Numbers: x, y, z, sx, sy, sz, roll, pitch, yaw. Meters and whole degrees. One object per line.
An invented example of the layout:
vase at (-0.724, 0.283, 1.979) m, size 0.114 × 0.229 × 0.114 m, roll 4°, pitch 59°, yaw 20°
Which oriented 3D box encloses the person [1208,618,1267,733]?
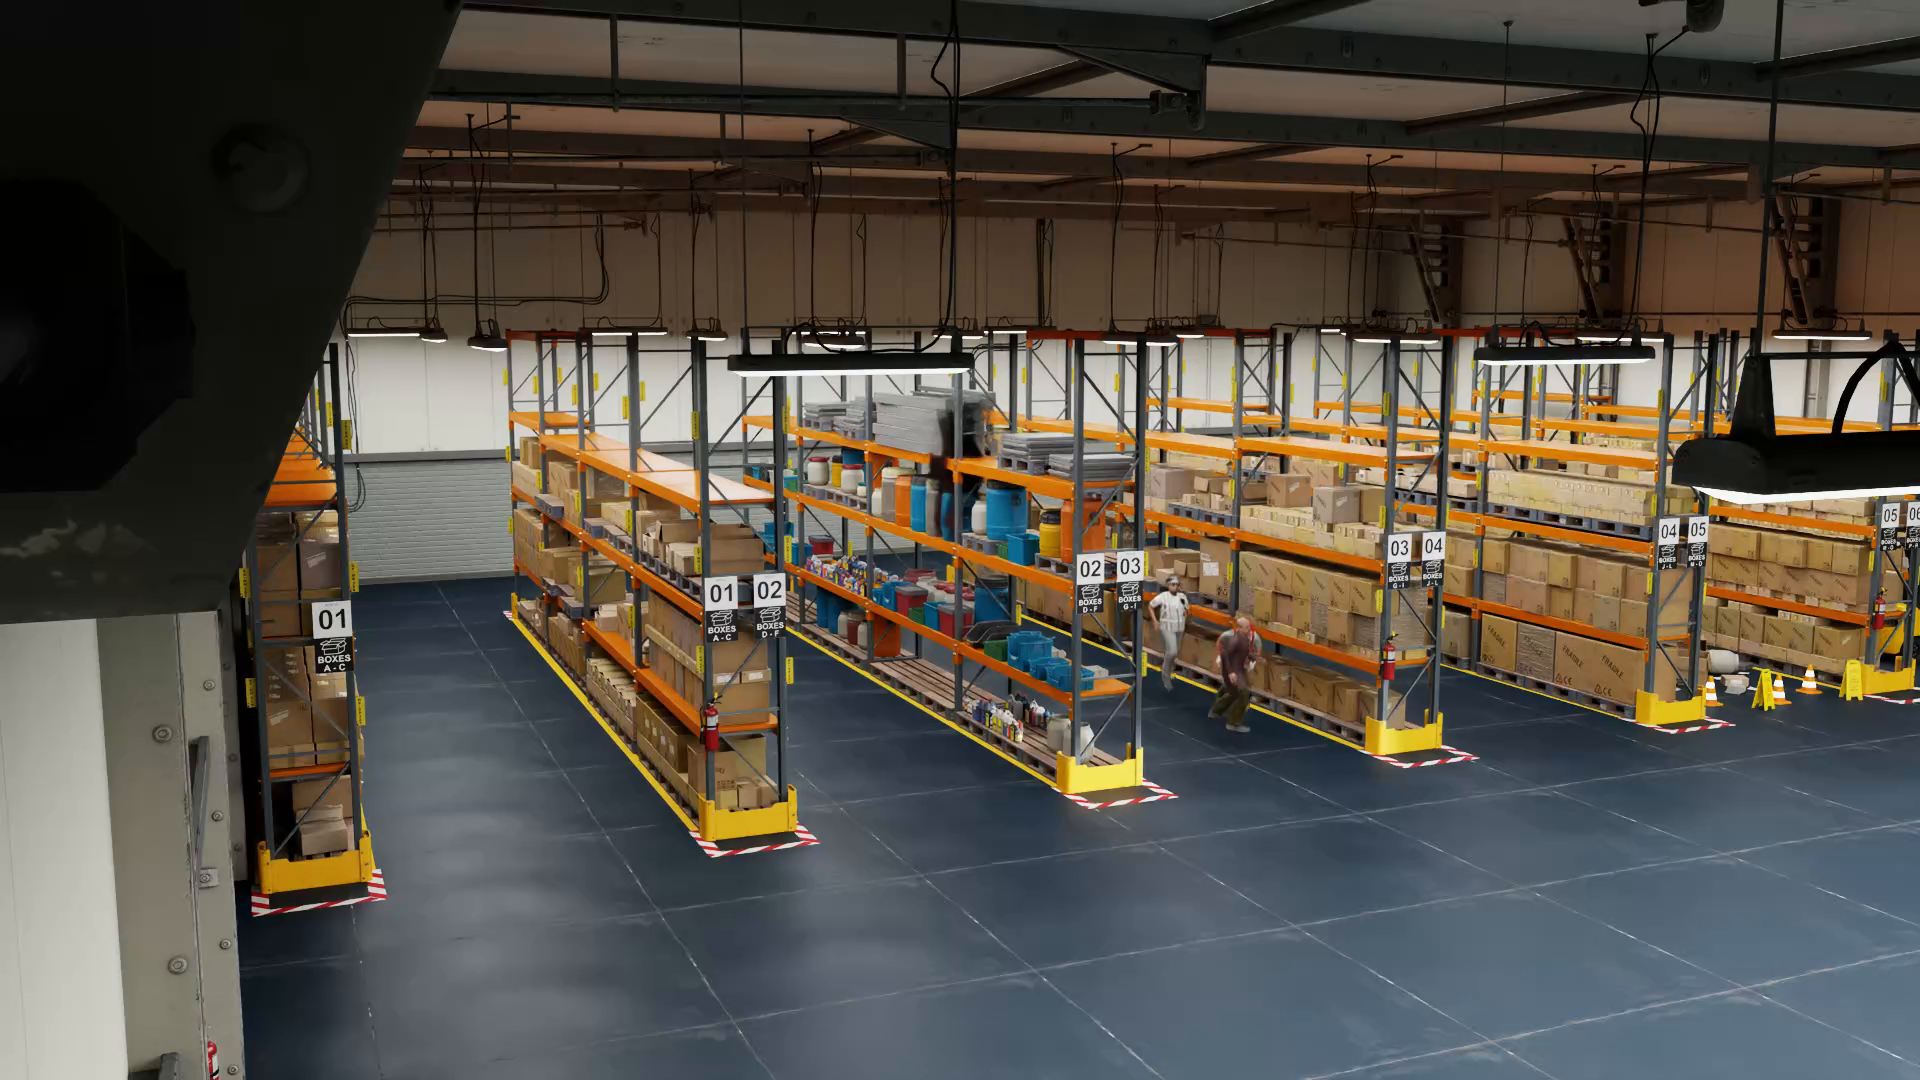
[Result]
person at (4.097, 1.984, 24.583) m, size 0.863 × 1.736 × 0.724 m, roll 2°, pitch 8°, yaw 12°

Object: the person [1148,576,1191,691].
person at (3.490, 1.515, 27.162) m, size 0.615 × 1.884 × 0.707 m, roll -4°, pitch 9°, yaw -29°

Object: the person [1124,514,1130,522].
person at (3.829, 0.220, 38.590) m, size 0.776 × 1.751 × 0.920 m, roll -5°, pitch 9°, yaw -32°

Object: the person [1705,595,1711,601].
person at (15.266, 0.965, 33.695) m, size 0.574 × 1.617 × 0.721 m, roll -5°, pitch 9°, yaw -30°

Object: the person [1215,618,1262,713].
person at (4.239, 1.894, 25.610) m, size 0.680 × 1.553 × 1.145 m, roll -1°, pitch 8°, yaw -10°
